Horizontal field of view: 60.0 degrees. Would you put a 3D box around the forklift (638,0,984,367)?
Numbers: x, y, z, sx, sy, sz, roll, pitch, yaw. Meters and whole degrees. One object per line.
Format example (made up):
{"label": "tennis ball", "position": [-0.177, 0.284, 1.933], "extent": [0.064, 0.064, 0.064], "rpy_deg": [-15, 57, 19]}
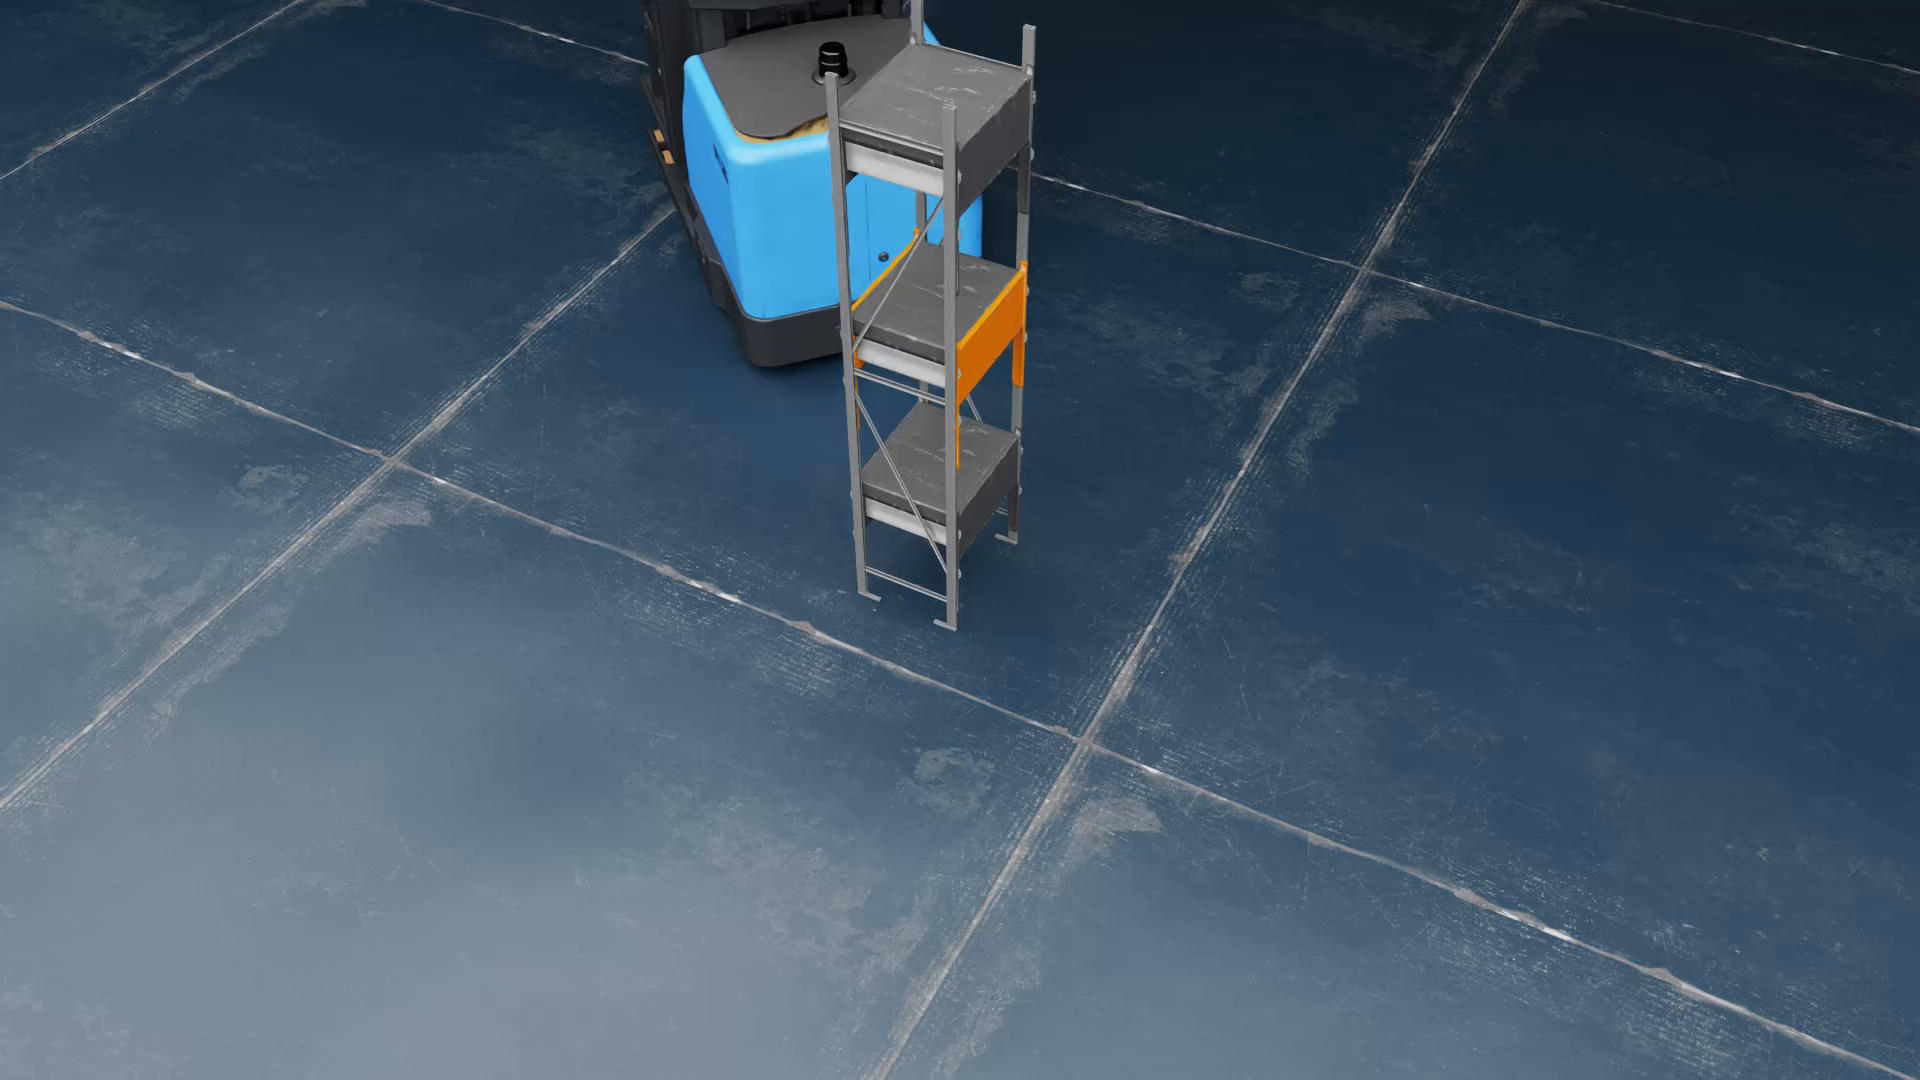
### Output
{"label": "forklift", "position": [-0.866, -2.809, 6.966], "extent": [1.130, 2.935, 3.031], "rpy_deg": [-14, 47, -14]}

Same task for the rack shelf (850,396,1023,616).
{"label": "rack shelf", "position": [-0.077, -0.132, 5.908], "extent": [0.431, 0.518, 0.480], "rpy_deg": [20, 49, 19]}

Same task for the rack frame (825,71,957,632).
{"label": "rack frame", "position": [-0.190, -0.480, 5.248], "extent": [0.400, 2.100, 0.015], "rpy_deg": [20, 49, 19]}

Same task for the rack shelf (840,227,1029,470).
{"label": "rack shelf", "position": [-0.077, -0.624, 5.410], "extent": [0.431, 0.518, 0.480], "rpy_deg": [20, 49, 19]}

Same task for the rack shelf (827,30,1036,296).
{"label": "rack shelf", "position": [-0.077, -1.116, 4.912], "extent": [0.431, 0.518, 0.480], "rpy_deg": [20, 49, 19]}

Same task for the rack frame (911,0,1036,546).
{"label": "rack frame", "position": [0.036, -0.788, 5.552], "extent": [0.400, 2.100, 0.015], "rpy_deg": [20, 49, 19]}

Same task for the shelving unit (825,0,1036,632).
{"label": "shelving unit", "position": [-0.077, -0.634, 5.400], "extent": [0.431, 2.100, 0.503], "rpy_deg": [20, 49, 19]}
